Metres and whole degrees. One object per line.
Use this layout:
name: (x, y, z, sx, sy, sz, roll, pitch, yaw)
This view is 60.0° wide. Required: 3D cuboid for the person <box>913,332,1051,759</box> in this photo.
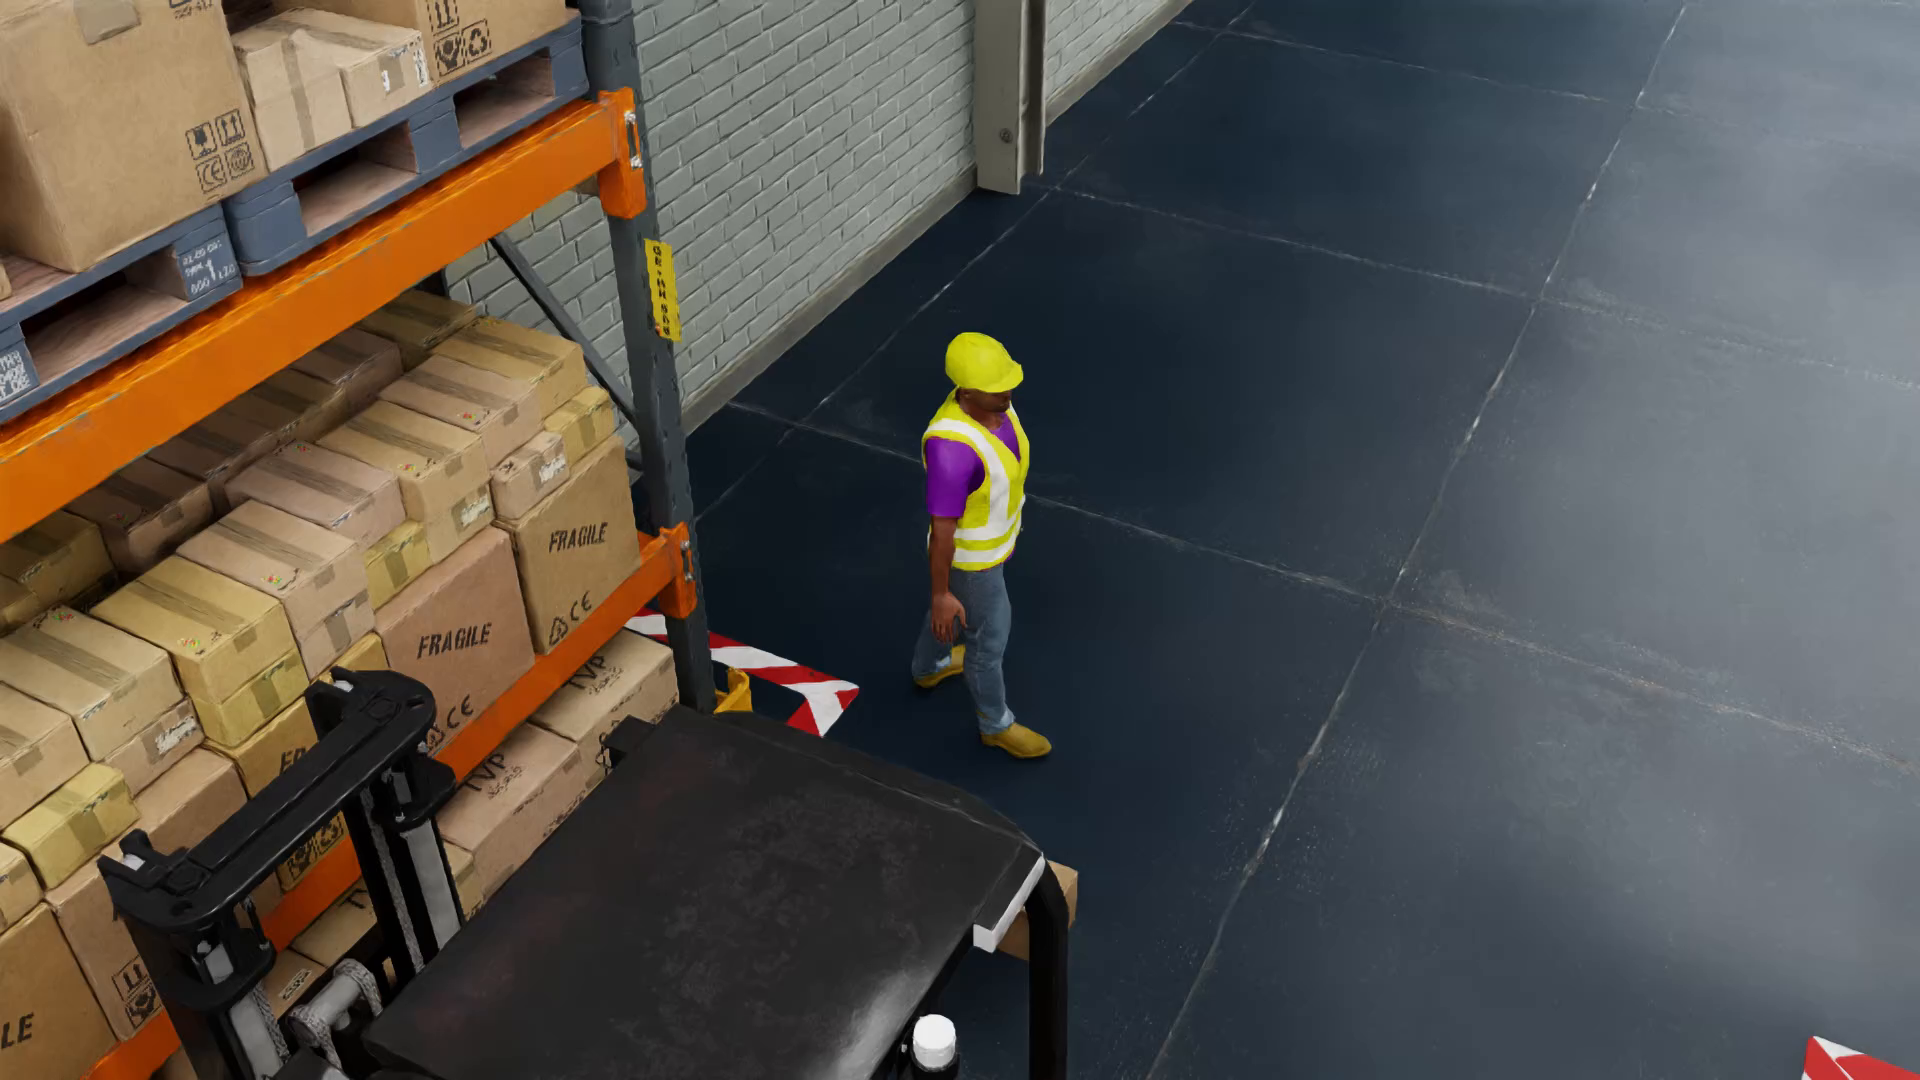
person: (0.100, -0.026, 6.164, 0.635, 1.768, 0.559, 9, 39, 11)
